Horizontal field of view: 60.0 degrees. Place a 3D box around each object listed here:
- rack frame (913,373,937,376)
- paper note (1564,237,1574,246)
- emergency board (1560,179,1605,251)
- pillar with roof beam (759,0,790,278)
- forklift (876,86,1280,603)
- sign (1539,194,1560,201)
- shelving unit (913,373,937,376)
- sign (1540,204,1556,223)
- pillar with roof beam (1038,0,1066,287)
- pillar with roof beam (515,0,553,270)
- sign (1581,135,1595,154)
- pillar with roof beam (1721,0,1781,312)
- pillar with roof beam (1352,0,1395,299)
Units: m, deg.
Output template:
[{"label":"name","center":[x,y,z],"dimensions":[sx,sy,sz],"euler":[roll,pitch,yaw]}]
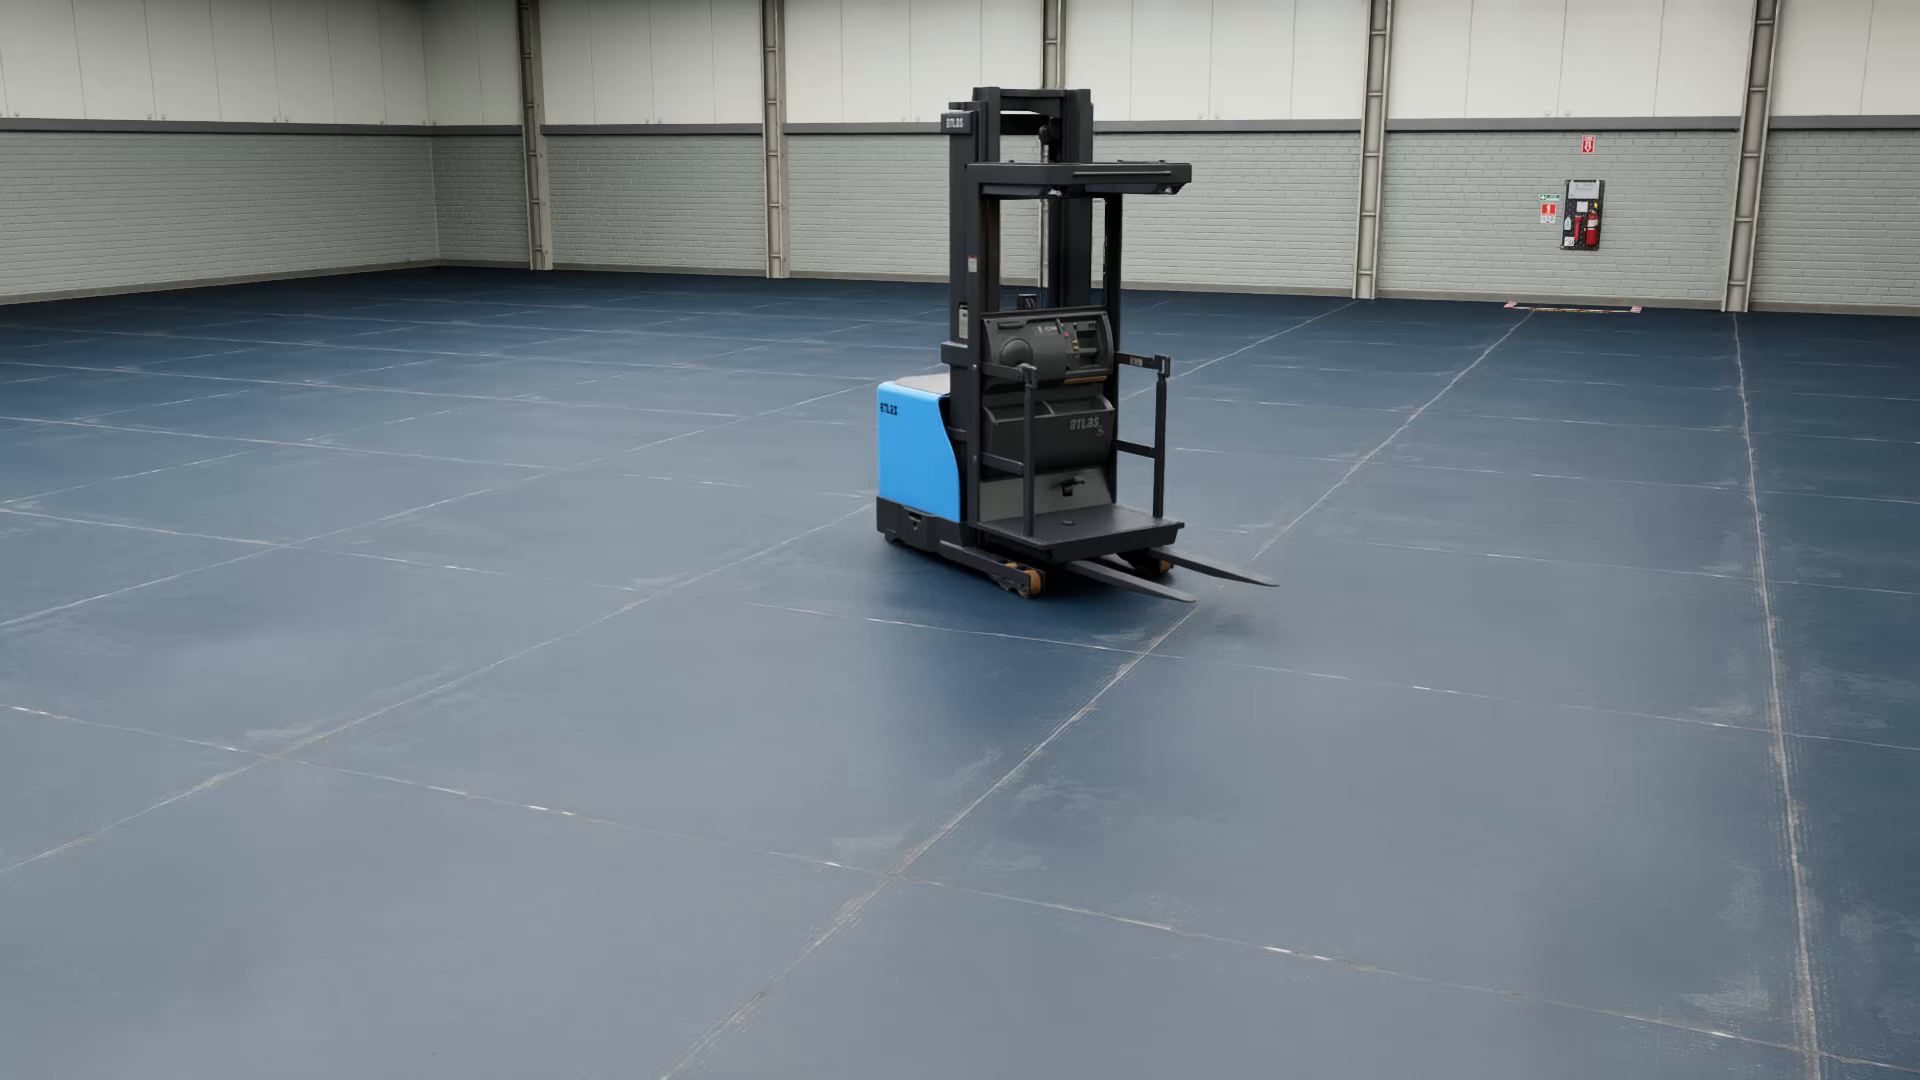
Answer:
[{"label":"rack frame","center":[-0.243,-0.643,11.696],"dimensions":[0.200,1.050,0.008],"euler":[-9,16,-32]},{"label":"paper note","center":[10.326,-5.060,28.181],"dimensions":[0.142,0.148,0.016],"euler":[6,14,23]},{"label":"emergency board","center":[10.460,-5.458,27.949],"dimensions":[0.643,1.169,0.194],"euler":[6,14,23]},{"label":"pillar with roof beam","center":[-5.497,-8.908,29.521],"dimensions":[0.400,9.000,9.100],"euler":[6,14,23]},{"label":"forklift","center":[0.667,-1.211,10.001],"dimensions":[1.130,2.935,3.031],"euler":[-9,16,-32]},{"label":"sign","center":[9.997,-5.804,28.184],"dimensions":[0.331,0.109,0.001],"euler":[6,14,23]},{"label":"shelving unit","center":[-0.176,-0.619,11.597],"dimensions":[0.215,1.050,0.252],"euler":[-9,16,-32]},{"label":"sign","center":[9.996,-5.548,28.255],"dimensions":[0.234,0.329,0.001],"euler":[6,14,23]},{"label":"pillar with roof beam","center":[-0.011,-8.353,27.155],"dimensions":[0.400,9.000,9.100],"euler":[6,14,23]},{"label":"pillar with roof beam","center":[-10.983,-9.464,31.887],"dimensions":[0.400,9.000,9.100],"euler":[6,14,23]},{"label":"sign","center":[10.493,-6.608,27.776],"dimensions":[0.199,0.298,0.001],"euler":[6,14,23]},{"label":"pillar with roof beam","center":[10.960,-7.243,22.423],"dimensions":[0.400,9.000,9.100],"euler":[6,14,23]},{"label":"pillar with roof beam","center":[5.475,-7.798,24.789],"dimensions":[0.400,9.000,9.100],"euler":[6,14,23]}]
